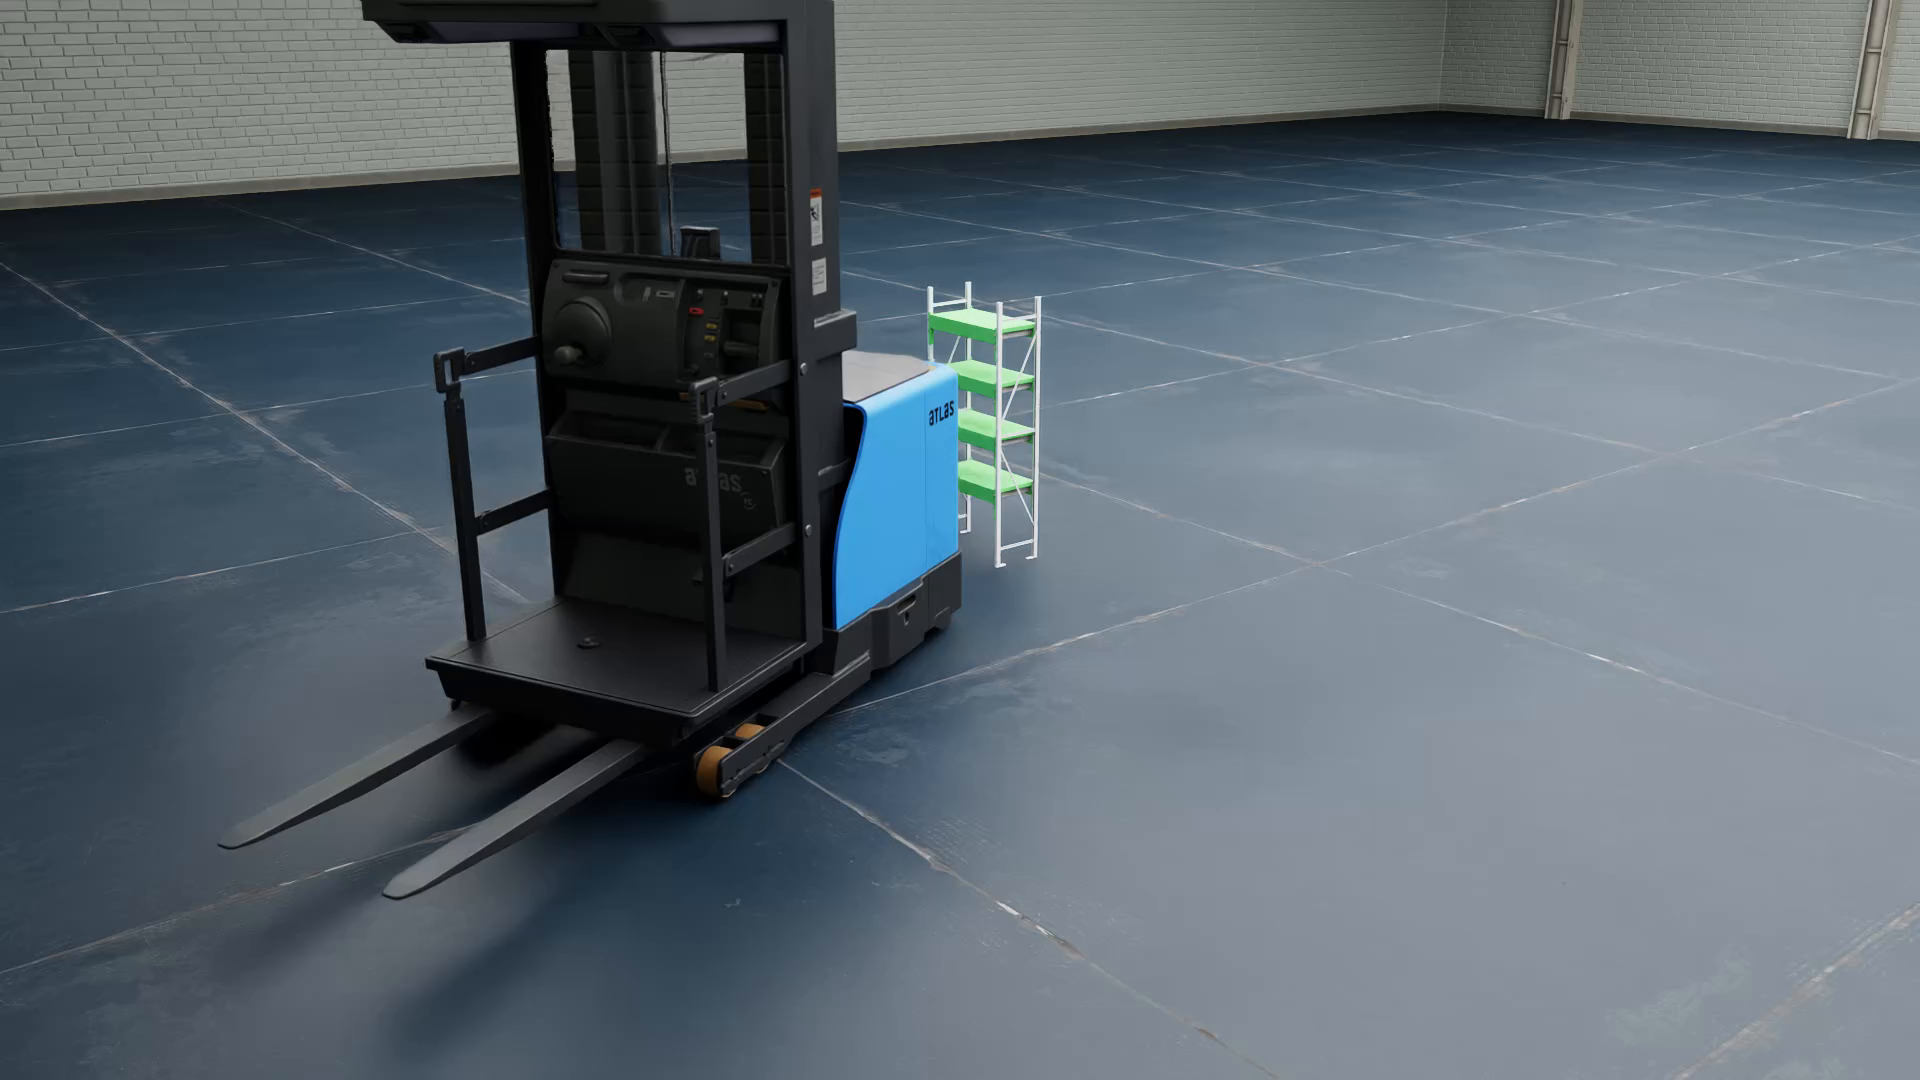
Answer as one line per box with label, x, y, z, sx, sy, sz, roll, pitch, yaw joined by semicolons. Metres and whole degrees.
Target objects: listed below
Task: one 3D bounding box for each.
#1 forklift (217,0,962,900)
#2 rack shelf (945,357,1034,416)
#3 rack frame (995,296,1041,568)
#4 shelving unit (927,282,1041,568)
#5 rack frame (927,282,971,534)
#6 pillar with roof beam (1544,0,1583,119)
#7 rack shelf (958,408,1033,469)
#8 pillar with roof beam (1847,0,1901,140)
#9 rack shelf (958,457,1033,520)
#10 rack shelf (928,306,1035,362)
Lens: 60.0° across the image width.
forklift;-1.096;-0.718;5.369;1.130;2.935;3.031;9;20;25
rack shelf;0.103;-0.696;7.495;0.258;0.148;0.480;-14;23;-36
rack frame;0.254;-0.469;7.369;0.240;1.200;0.015;-14;23;-36
shelving unit;0.103;-0.529;7.551;0.258;1.200;0.503;-14;23;-36
rack frame;-0.049;-0.589;7.732;0.240;1.200;0.015;-14;23;-36
pillar with roof beam;8.670;-11.932;29.582;9.100;9.000;0.400;-14;23;-36
rack shelf;0.103;-0.468;7.571;0.258;0.148;0.480;-14;23;-36
pillar with roof beam;12.395;-10.454;25.117;9.100;9.000;0.400;-14;23;-36
rack shelf;0.103;-0.240;7.646;0.258;0.148;0.480;-14;23;-36
rack shelf;0.103;-0.924;7.420;0.258;0.148;0.480;-14;23;-36
